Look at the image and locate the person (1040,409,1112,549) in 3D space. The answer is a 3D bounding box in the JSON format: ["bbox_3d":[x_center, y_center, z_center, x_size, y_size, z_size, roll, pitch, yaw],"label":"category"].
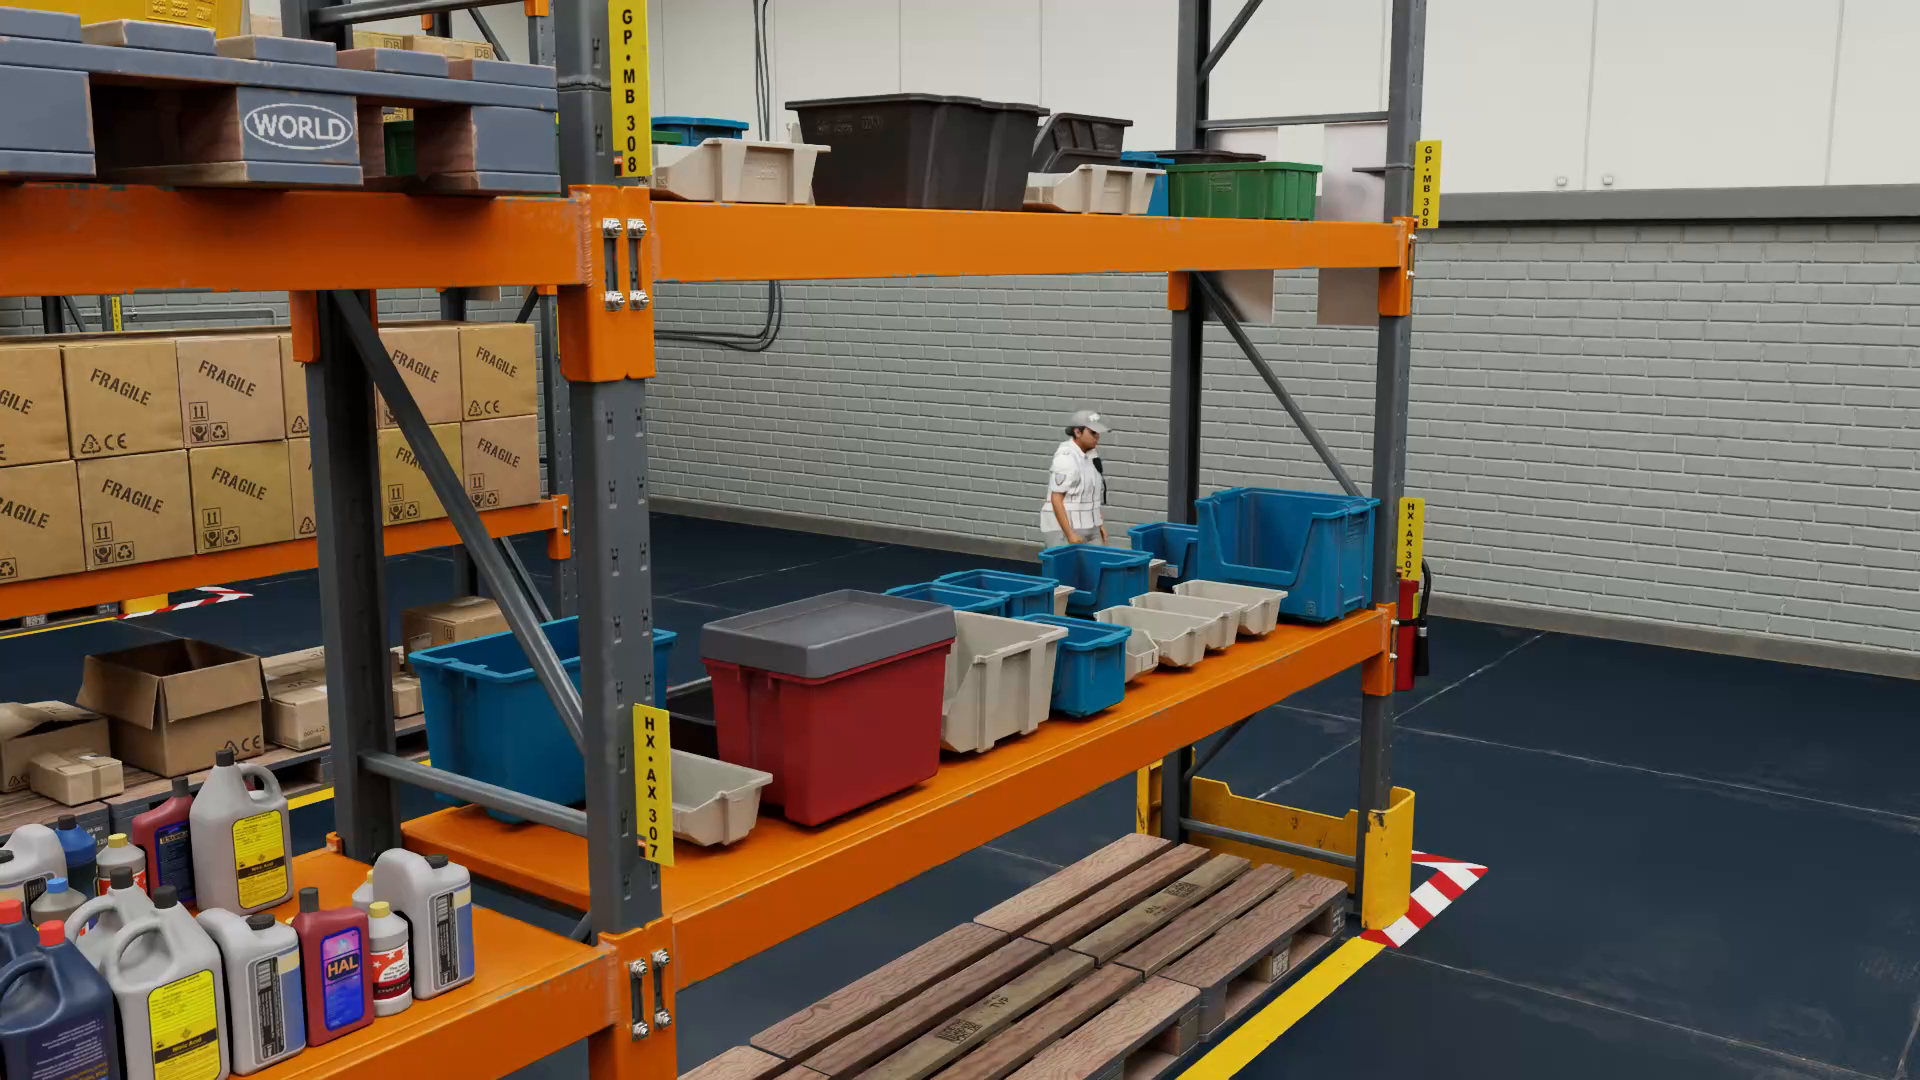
[{"bbox_3d":[0.785,-0.039,11.094,0.452,1.669,0.528,7,12,34],"label":"person"}]
